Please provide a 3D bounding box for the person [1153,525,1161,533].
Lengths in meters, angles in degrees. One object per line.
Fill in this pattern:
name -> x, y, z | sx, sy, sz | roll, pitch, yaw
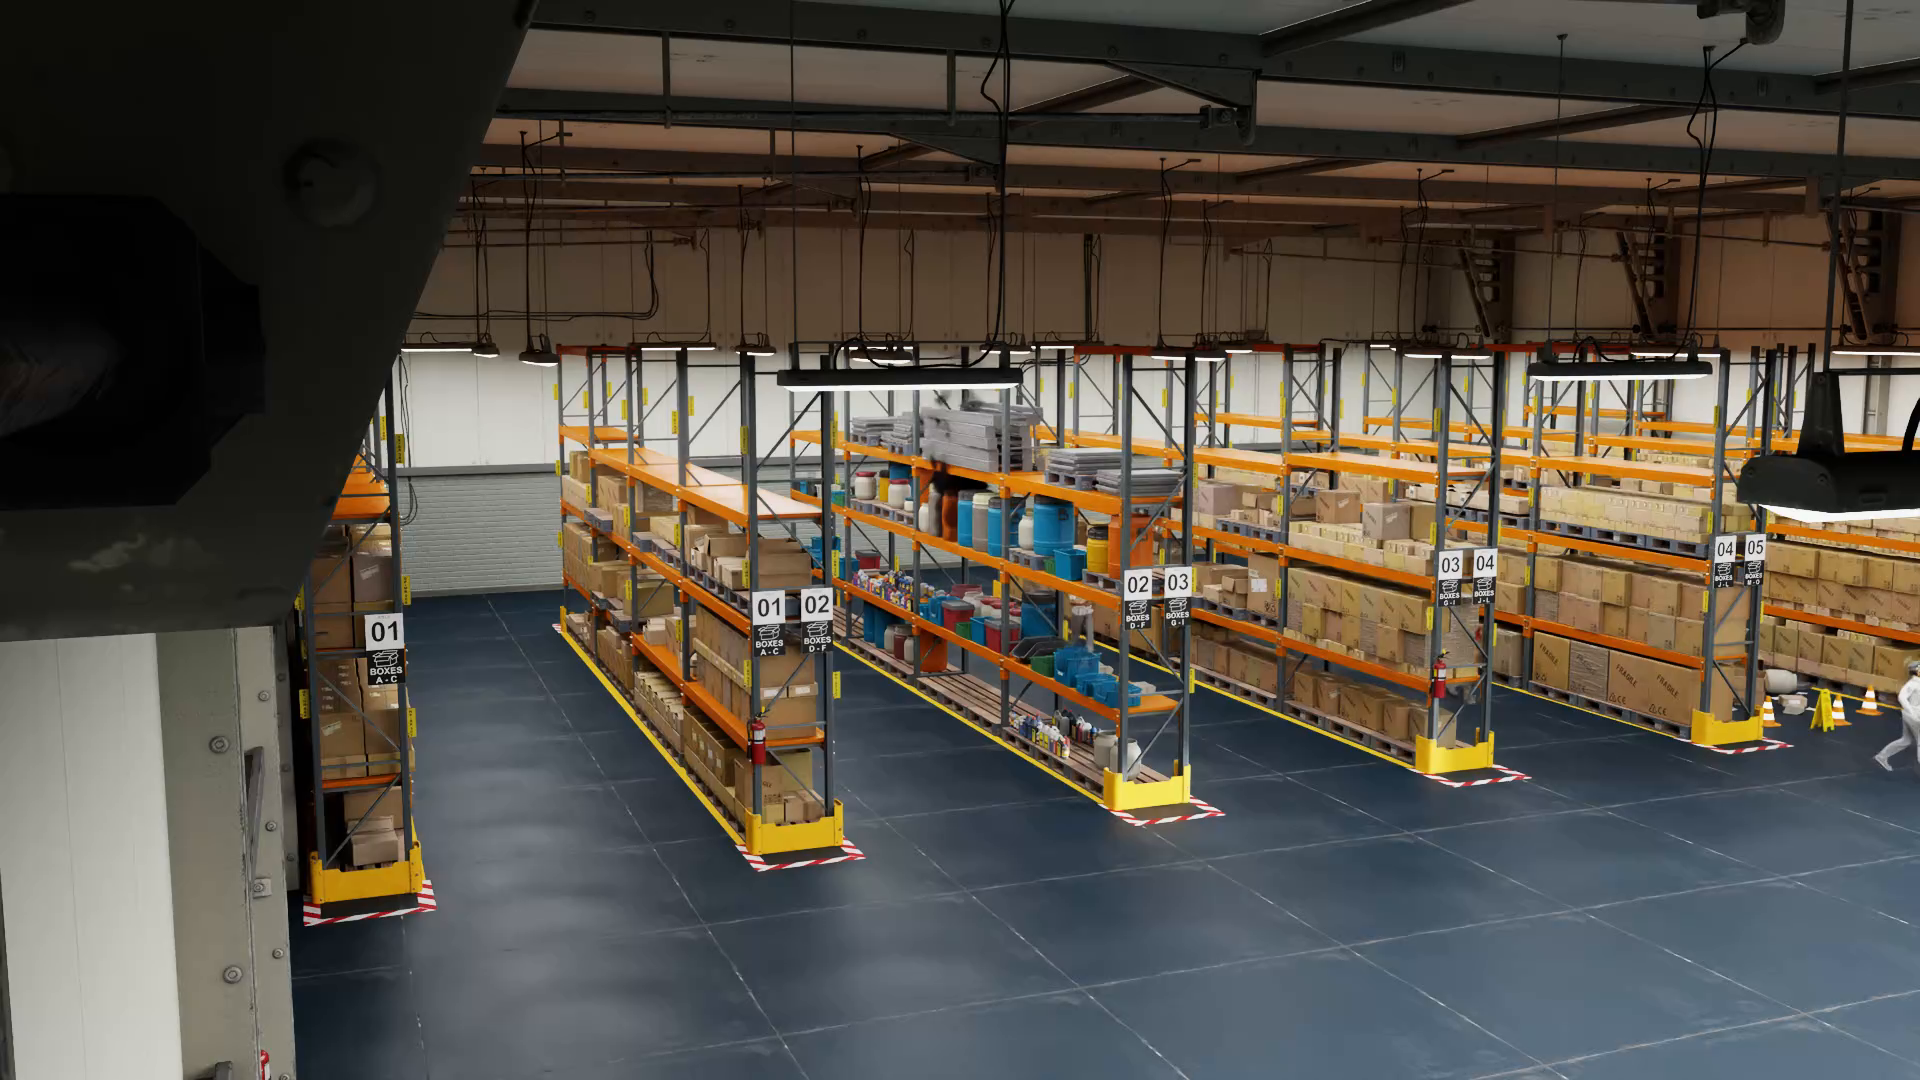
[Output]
person -> 4.608, 0.464, 39.862 | 0.668, 1.672, 0.647 | 2, 7, 14

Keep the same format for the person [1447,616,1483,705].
person -> 8.625, 1.893, 28.386 | 0.585, 1.778, 0.917 | -4, 8, -31

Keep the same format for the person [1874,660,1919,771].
person -> 13.442, 2.506, 23.437 | 0.877, 1.697, 0.616 | 4, 8, 30

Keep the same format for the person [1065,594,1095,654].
person -> 2.222, 1.367, 30.132 | 0.579, 1.729, 0.852 | -5, 9, -35
